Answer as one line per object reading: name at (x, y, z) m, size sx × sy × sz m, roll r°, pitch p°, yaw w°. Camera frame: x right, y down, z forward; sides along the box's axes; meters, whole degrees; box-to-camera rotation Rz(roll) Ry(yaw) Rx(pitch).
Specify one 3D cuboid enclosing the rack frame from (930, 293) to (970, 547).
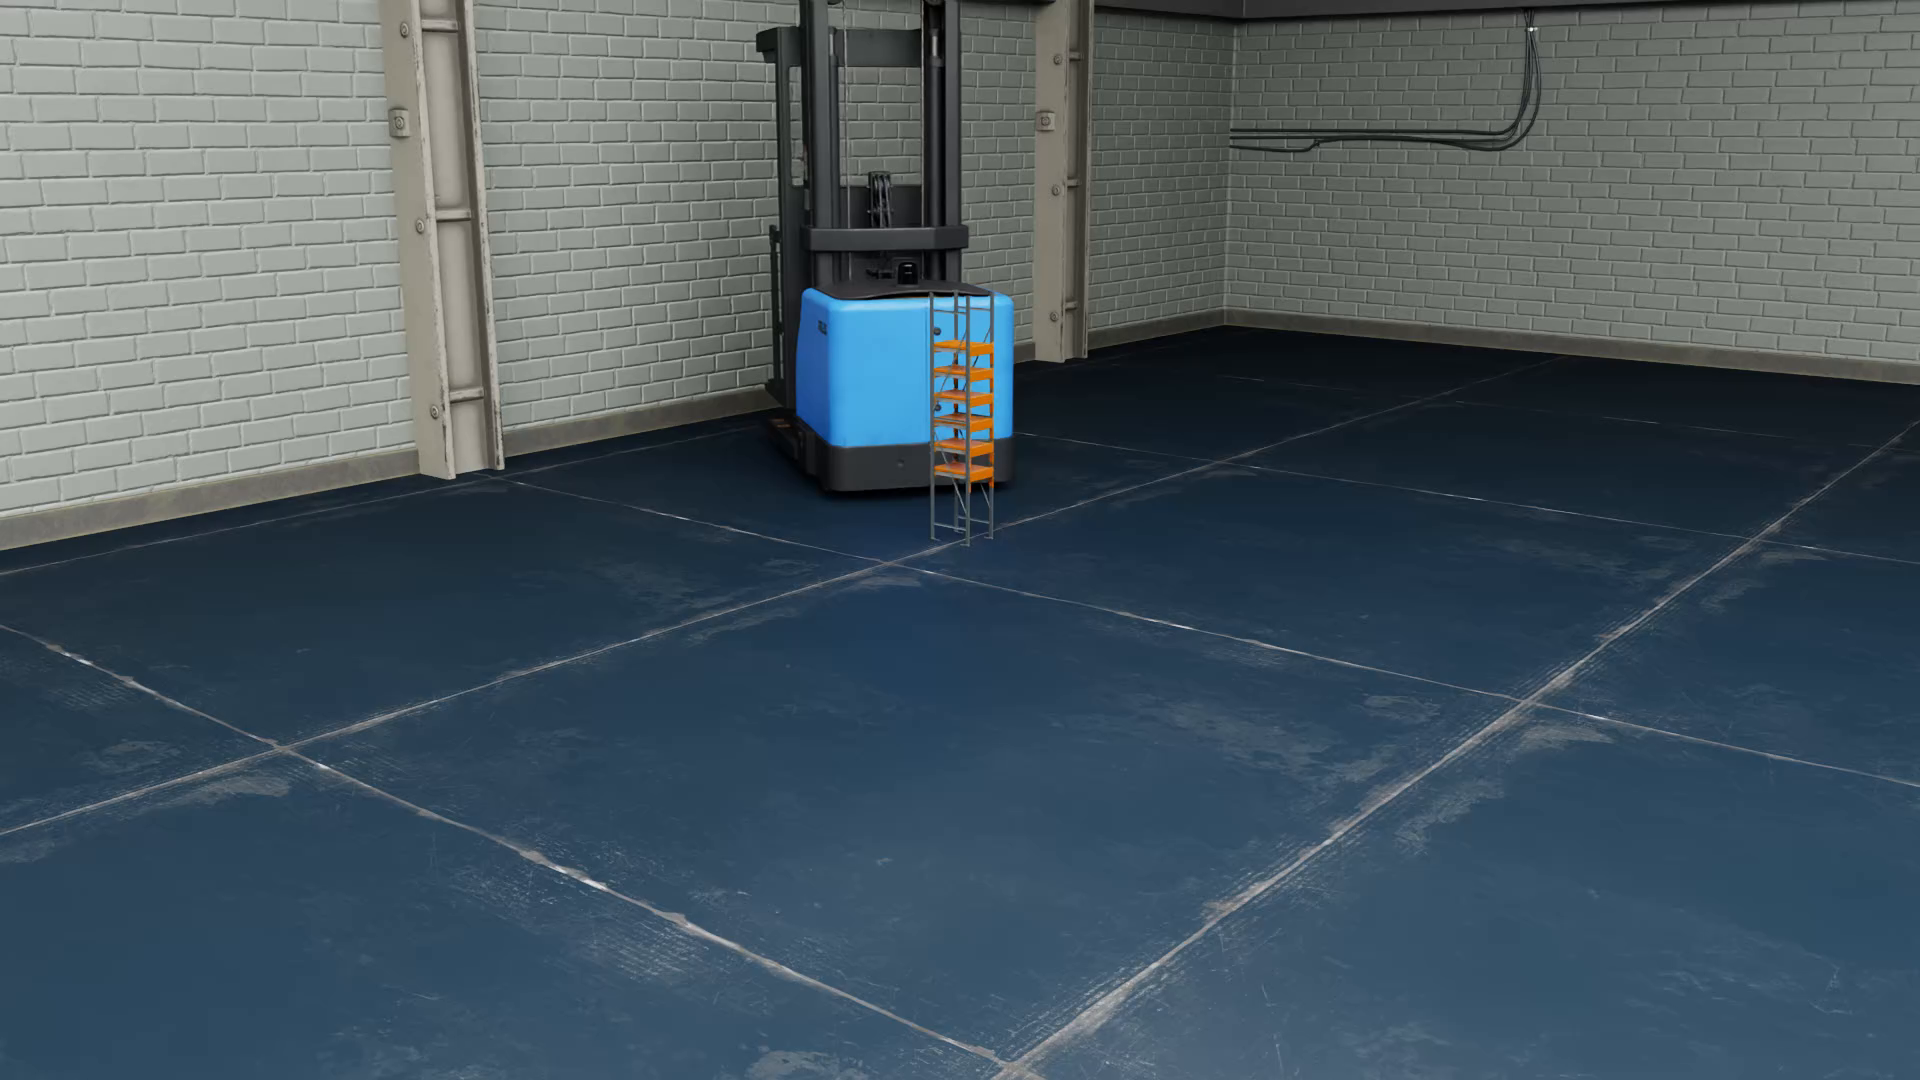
rack frame at (-0.048, -0.567, 7.917) m, size 0.240 × 1.200 × 0.006 m, roll 11°, pitch 18°, yaw 38°

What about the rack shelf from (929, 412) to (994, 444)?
rack shelf at (0.009, -0.541, 7.997) m, size 0.258 × 0.103 × 0.180 m, roll 11°, pitch 18°, yaw 38°

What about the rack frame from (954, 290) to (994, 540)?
rack frame at (0.067, -0.602, 8.055) m, size 0.240 × 1.200 × 0.006 m, roll 11°, pitch 18°, yaw 38°

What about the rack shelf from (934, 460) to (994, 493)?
rack shelf at (0.009, -0.309, 8.056) m, size 0.258 × 0.103 × 0.180 m, roll 11°, pitch 18°, yaw 38°

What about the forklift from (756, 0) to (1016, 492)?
forklift at (-0.593, -1.997, 10.030) m, size 1.130 × 2.935 × 3.031 m, roll -4°, pitch 15°, yaw -16°

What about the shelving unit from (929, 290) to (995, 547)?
shelving unit at (0.009, -0.584, 7.986) m, size 0.258 × 1.200 × 0.189 m, roll 11°, pitch 18°, yaw 38°

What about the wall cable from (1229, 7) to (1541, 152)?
wall cable at (3.737, -4.771, 14.935) m, size 3.097 × 2.526 × 0.112 m, roll 11°, pitch 18°, yaw 38°

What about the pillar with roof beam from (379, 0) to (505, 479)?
pillar with roof beam at (0.434, -4.102, 5.992) m, size 9.100 × 9.000 × 0.400 m, roll 11°, pitch 18°, yaw 38°

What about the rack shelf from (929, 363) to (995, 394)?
rack shelf at (0.009, -0.774, 7.938) m, size 0.258 × 0.103 × 0.180 m, roll 11°, pitch 18°, yaw 38°

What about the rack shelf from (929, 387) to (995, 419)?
rack shelf at (0.009, -0.658, 7.968) m, size 0.258 × 0.103 × 0.180 m, roll 11°, pitch 18°, yaw 38°

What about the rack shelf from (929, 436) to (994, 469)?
rack shelf at (0.009, -0.425, 8.027) m, size 0.258 × 0.103 × 0.180 m, roll 11°, pitch 18°, yaw 38°

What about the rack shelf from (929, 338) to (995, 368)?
rack shelf at (0.009, -0.890, 7.908) m, size 0.258 × 0.103 × 0.180 m, roll 11°, pitch 18°, yaw 38°

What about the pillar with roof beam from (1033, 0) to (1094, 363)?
pillar with roof beam at (4.205, -5.251, 10.515) m, size 9.100 × 9.000 × 0.400 m, roll 11°, pitch 18°, yaw 38°
